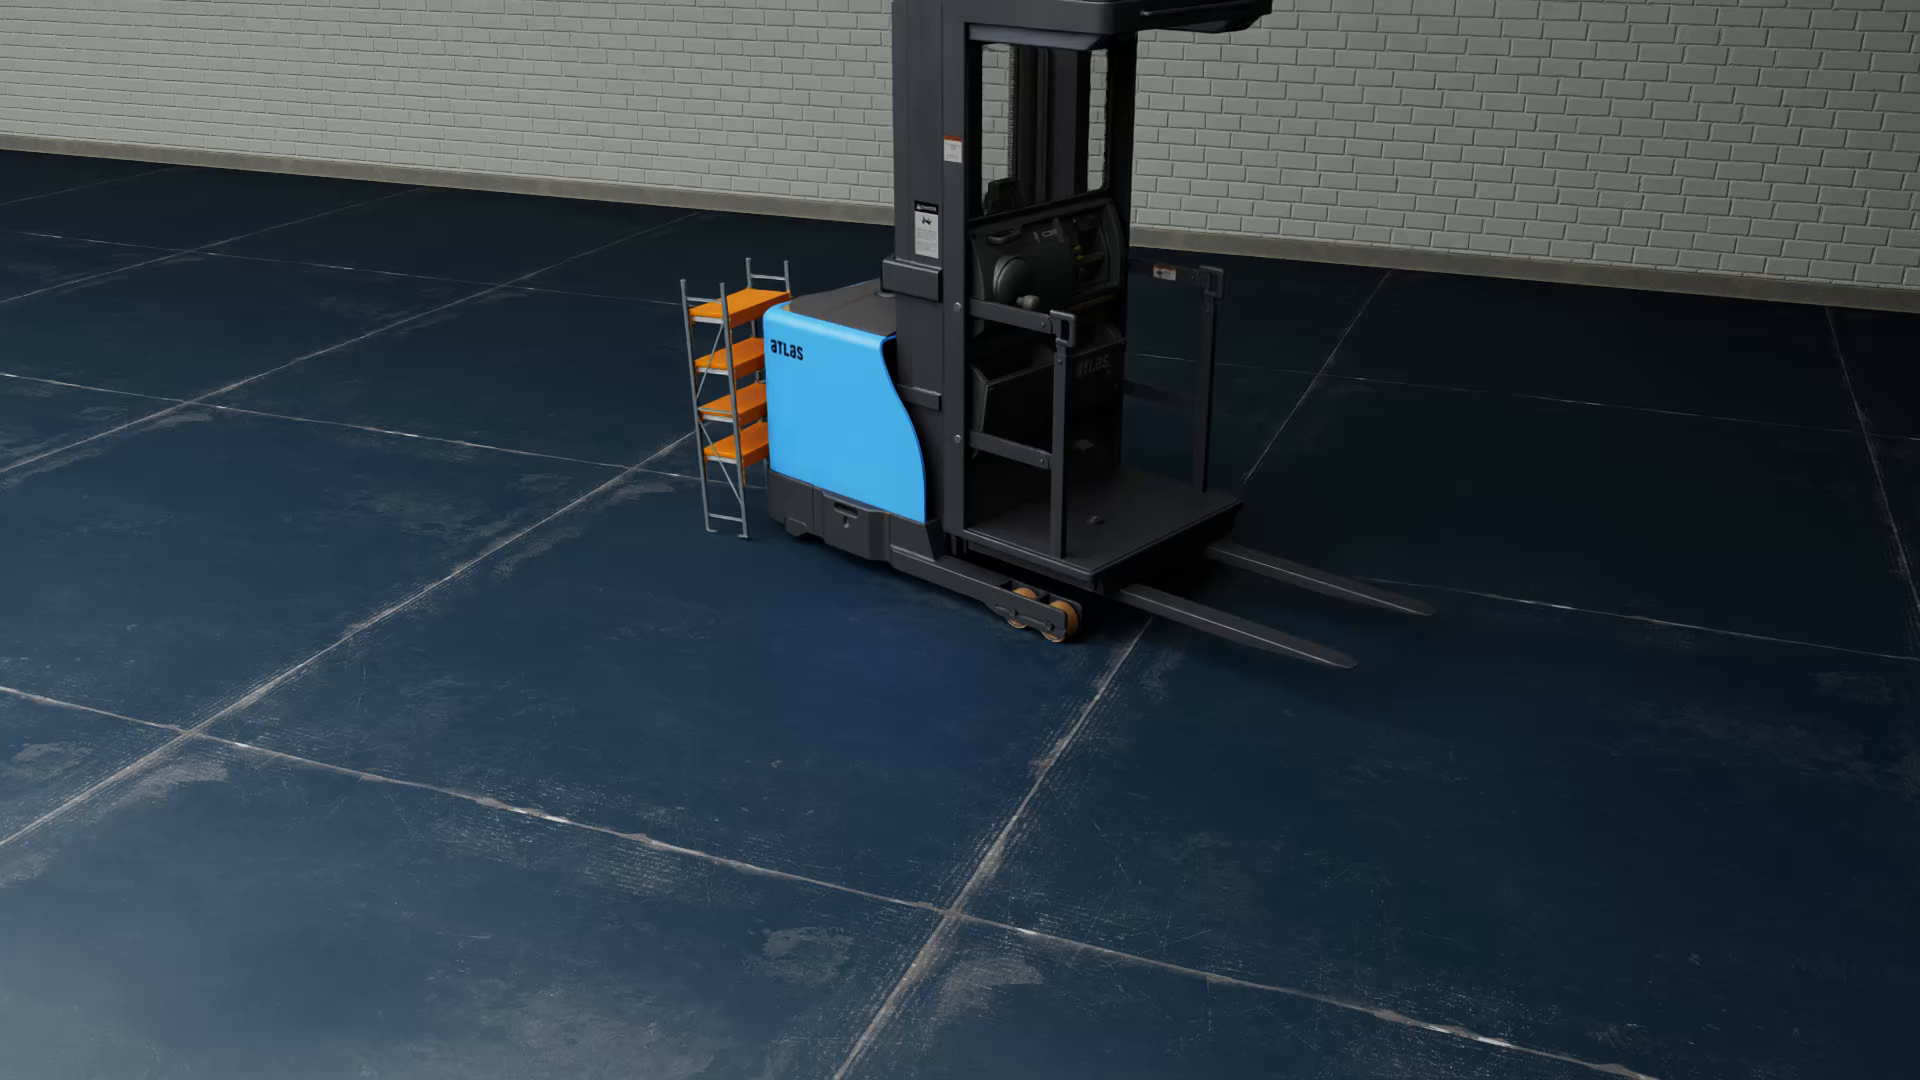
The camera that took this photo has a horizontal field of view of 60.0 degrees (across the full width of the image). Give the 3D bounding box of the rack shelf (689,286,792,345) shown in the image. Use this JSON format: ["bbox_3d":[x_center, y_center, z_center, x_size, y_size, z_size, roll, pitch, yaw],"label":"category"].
[{"bbox_3d":[-1.011,-1.034,7.634,0.258,0.148,0.480,10,24,28],"label":"rack shelf"}]

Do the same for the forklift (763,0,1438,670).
[{"bbox_3d":[0.526,-1.164,6.735,3.031,2.935,1.130,19,29,38],"label":"forklift"}]

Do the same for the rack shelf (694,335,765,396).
[{"bbox_3d":[-1.001,-0.814,7.720,0.258,0.148,0.480,10,24,28],"label":"rack shelf"}]

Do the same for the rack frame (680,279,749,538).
[{"bbox_3d":[-1.115,-0.586,7.581,0.240,1.200,0.015,10,24,28],"label":"rack frame"}]

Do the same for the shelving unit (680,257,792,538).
[{"bbox_3d":[-0.995,-0.668,7.777,0.258,1.200,0.503,10,24,28],"label":"shelving unit"}]

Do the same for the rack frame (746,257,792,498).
[{"bbox_3d":[-0.875,-0.750,7.973,0.240,1.200,0.015,10,24,28],"label":"rack frame"}]

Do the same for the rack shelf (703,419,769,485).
[{"bbox_3d":[-0.984,-0.421,7.874,0.258,0.148,0.480,10,24,28],"label":"rack shelf"}]

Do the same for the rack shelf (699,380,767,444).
[{"bbox_3d":[-0.992,-0.606,7.802,0.258,0.148,0.480,10,24,28],"label":"rack shelf"}]
